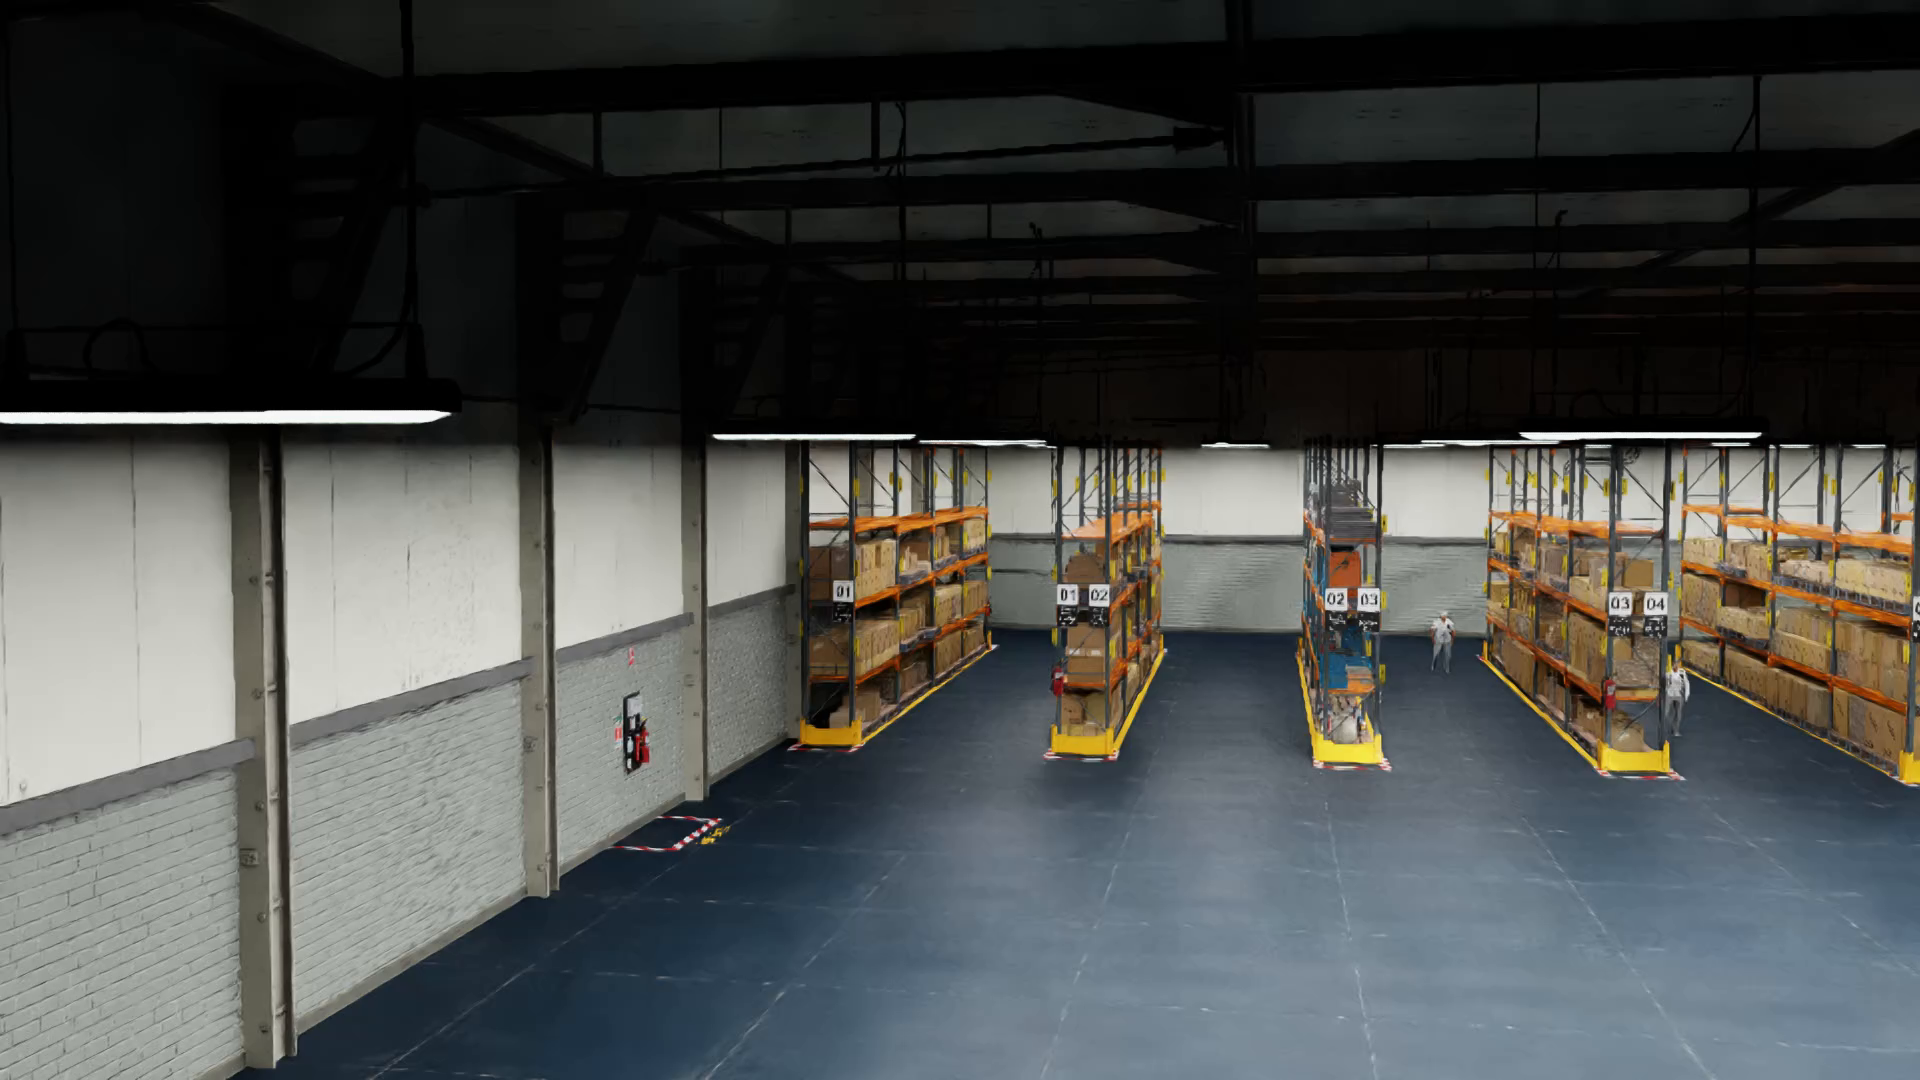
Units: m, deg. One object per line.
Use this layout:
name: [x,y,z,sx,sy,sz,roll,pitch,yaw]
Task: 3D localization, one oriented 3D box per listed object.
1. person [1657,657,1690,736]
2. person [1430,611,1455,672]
person: [14.246,3.116,33.245,0.639,1.632,0.512,0,3,8]
person: [12.438,2.609,42.854,0.625,1.611,0.582,0,3,8]
